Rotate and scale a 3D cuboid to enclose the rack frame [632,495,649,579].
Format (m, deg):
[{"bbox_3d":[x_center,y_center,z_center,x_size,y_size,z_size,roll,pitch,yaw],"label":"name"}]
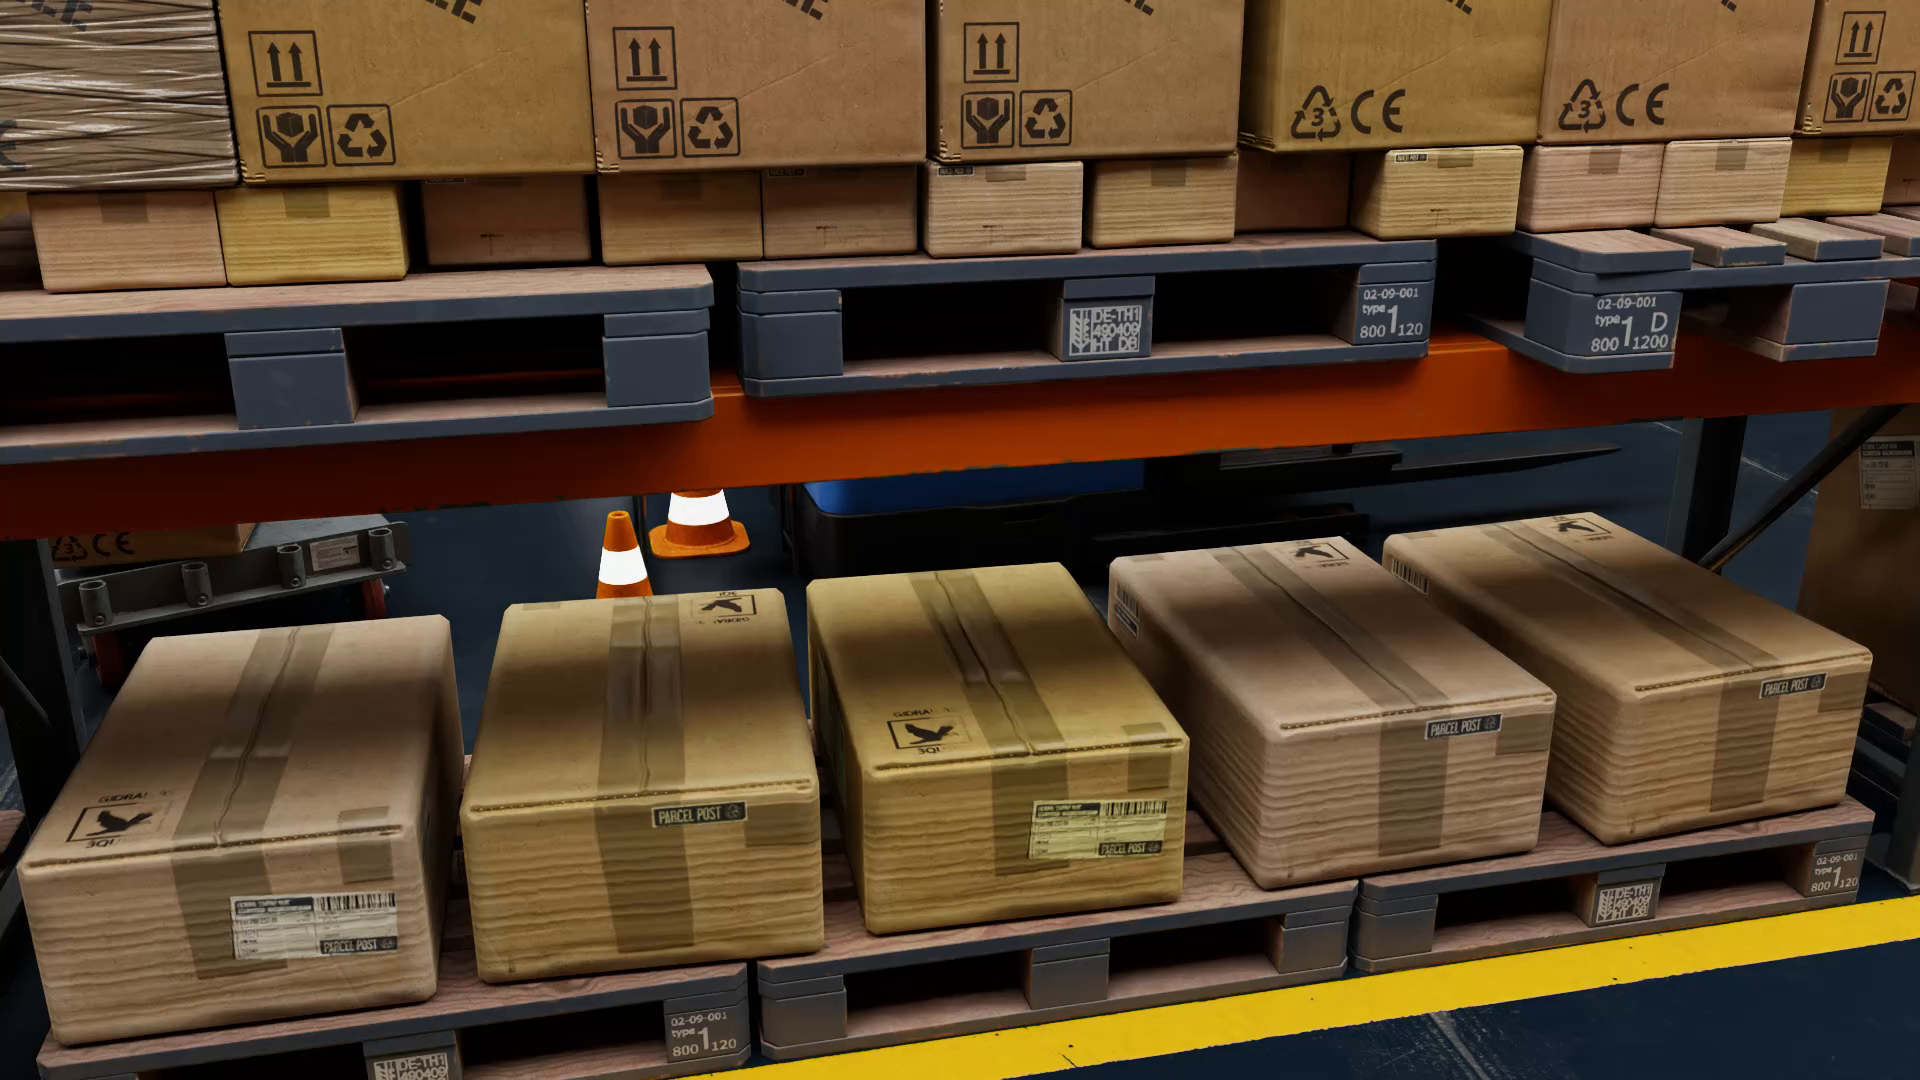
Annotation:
[{"bbox_3d":[-1.039,-0.433,5.253,0.015,1.200,0.240,-6,21,-15],"label":"rack frame"}]

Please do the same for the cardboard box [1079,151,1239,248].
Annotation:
[{"bbox_3d":[0.292,-0.621,2.905,0.250,0.149,0.380,-5,21,-14],"label":"cardboard box"}]

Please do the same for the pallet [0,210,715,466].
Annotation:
[{"bbox_3d":[-1.069,-0.401,2.828,1.213,0.211,1.003,-5,21,-12],"label":"pallet"}]

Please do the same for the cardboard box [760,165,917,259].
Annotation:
[{"bbox_3d":[-0.232,-0.587,2.810,0.250,0.149,0.380,-4,21,-12],"label":"cardboard box"}]

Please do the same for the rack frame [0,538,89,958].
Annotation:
[{"bbox_3d":[-1.847,-0.479,2.762,0.127,3.000,1.000,-5,21,-12],"label":"rack frame"}]

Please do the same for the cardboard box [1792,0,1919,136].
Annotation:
[{"bbox_3d":[1.668,-1.051,3.134,0.500,0.500,0.500,-5,21,-14],"label":"cardboard box"}]

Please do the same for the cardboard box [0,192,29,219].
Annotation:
[{"bbox_3d":[-3.712,-1.301,7.485,0.875,0.875,0.875,-4,21,-12],"label":"cardboard box"}]

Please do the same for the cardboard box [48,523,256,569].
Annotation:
[{"bbox_3d":[-2.285,-0.255,4.682,0.500,0.500,0.500,-5,21,-12],"label":"cardboard box"}]

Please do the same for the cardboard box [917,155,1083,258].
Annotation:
[{"bbox_3d":[0.039,-0.590,2.820,0.250,0.149,0.380,-4,20,-10],"label":"cardboard box"}]

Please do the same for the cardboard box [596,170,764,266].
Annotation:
[{"bbox_3d":[-0.473,-0.568,2.758,0.250,0.149,0.380,-4,21,-12],"label":"cardboard box"}]

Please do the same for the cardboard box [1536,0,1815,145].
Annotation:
[{"bbox_3d":[1.167,-1.006,3.012,0.500,0.500,0.500,-5,21,-13],"label":"cardboard box"}]

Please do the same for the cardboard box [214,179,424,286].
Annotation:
[{"bbox_3d":[-0.991,-0.513,2.610,0.250,0.149,0.380,-4,21,-11],"label":"cardboard box"}]

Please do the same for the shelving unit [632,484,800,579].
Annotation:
[{"bbox_3d":[-0.805,-0.457,5.319,0.503,1.200,0.258,-6,21,-15],"label":"shelving unit"}]

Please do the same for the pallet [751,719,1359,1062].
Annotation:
[{"bbox_3d":[0.100,0.670,3.678,1.213,0.211,1.003,-5,21,-12],"label":"pallet"}]

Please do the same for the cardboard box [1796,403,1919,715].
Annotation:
[{"bbox_3d":[2.737,-0.022,3.993,0.875,0.875,0.875,-5,21,-13],"label":"cardboard box"}]

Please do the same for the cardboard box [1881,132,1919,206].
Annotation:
[{"bbox_3d":[1.781,-0.770,3.312,0.250,0.149,0.380,-4,20,-10],"label":"cardboard box"}]

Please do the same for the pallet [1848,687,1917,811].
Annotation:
[{"bbox_3d":[2.831,0.476,4.208,1.213,0.211,1.003,-5,21,-12],"label":"pallet"}]

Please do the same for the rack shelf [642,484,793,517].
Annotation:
[{"bbox_3d":[-0.805,-0.208,5.410,0.480,0.148,0.258,-6,21,-15],"label":"rack shelf"}]

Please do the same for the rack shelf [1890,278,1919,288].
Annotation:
[{"bbox_3d":[3.992,-0.616,4.182,4.000,0.370,1.077,-5,21,-12],"label":"rack shelf"}]

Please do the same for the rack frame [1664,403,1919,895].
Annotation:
[{"bbox_3d":[2.046,-0.796,3.627,0.127,3.000,1.000,-5,21,-12],"label":"rack frame"}]

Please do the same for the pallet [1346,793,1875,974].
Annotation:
[{"bbox_3d":[1.285,0.575,3.939,1.213,0.211,1.003,-5,21,-12],"label":"pallet"}]

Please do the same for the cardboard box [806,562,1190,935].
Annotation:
[{"bbox_3d":[0.038,0.401,3.568,0.625,0.372,0.950,-4,20,-11],"label":"cardboard box"}]

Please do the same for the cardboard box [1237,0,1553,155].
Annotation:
[{"bbox_3d":[0.676,-0.966,2.902,0.500,0.500,0.500,-6,21,-16],"label":"cardboard box"}]

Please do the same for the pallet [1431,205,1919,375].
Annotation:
[{"bbox_3d":[1.377,-0.614,3.408,1.003,0.211,1.213,-5,21,-12],"label":"pallet"}]

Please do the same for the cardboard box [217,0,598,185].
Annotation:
[{"bbox_3d":[-0.837,-0.844,2.570,0.500,0.500,0.500,-5,21,-12],"label":"cardboard box"}]

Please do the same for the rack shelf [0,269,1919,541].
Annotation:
[{"bbox_3d":[0.100,-0.300,3.318,4.000,0.370,1.077,-5,21,-12],"label":"rack shelf"}]

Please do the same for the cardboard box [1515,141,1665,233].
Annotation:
[{"bbox_3d":[1.055,-0.673,3.045,0.250,0.149,0.380,-6,21,-15],"label":"cardboard box"}]

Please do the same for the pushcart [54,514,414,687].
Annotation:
[{"bbox_3d":[-2.420,-0.007,5.286,0.936,0.377,1.648,-13,24,-31],"label":"pushcart"}]

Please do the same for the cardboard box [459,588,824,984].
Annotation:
[{"bbox_3d":[-0.638,0.457,3.416,0.625,0.372,0.950,-3,20,-9],"label":"cardboard box"}]

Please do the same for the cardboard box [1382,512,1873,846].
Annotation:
[{"bbox_3d":[1.494,0.282,3.893,0.625,0.372,0.950,-6,21,-16],"label":"cardboard box"}]

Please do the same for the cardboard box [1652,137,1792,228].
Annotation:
[{"bbox_3d":[1.302,-0.690,3.092,0.250,0.149,0.380,-5,21,-13],"label":"cardboard box"}]

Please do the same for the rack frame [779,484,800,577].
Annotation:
[{"bbox_3d":[-0.571,-0.481,5.384,0.015,1.200,0.240,-6,21,-15],"label":"rack frame"}]

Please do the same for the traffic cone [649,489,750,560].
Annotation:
[{"bbox_3d":[-0.910,-0.213,5.722,0.334,0.463,0.336,-5,21,-12],"label":"traffic cone"}]

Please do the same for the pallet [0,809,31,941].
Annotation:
[{"bbox_3d":[-2.492,0.895,3.065,1.213,0.211,1.003,-5,21,-12],"label":"pallet"}]

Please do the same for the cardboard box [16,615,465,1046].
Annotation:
[{"bbox_3d":[-1.337,0.515,3.258,0.625,0.372,0.950,-4,21,-12],"label":"cardboard box"}]

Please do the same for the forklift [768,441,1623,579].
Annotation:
[{"bbox_3d":[0.883,-1.466,5.556,3.031,2.935,1.130,-6,21,-15],"label":"forklift"}]

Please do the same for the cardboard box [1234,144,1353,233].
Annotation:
[{"bbox_3d":[0.517,-0.669,3.034,0.250,0.149,0.380,-4,21,-12],"label":"cardboard box"}]

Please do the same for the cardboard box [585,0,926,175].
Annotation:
[{"bbox_3d":[-0.353,-0.879,2.664,0.500,0.500,0.500,-5,21,-13],"label":"cardboard box"}]

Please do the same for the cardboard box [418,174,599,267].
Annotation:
[{"bbox_3d":[-0.733,-0.561,2.741,0.250,0.149,0.380,-3,20,-9],"label":"cardboard box"}]

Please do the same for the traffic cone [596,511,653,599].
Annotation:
[{"bbox_3d":[-0.962,0.145,4.746,0.334,0.463,0.336,-5,21,-12],"label":"traffic cone"}]

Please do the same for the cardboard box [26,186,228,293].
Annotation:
[{"bbox_3d":[-1.236,-0.497,2.564,0.250,0.149,0.380,-4,21,-12],"label":"cardboard box"}]

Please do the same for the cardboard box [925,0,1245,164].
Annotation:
[{"bbox_3d":[0.145,-0.923,2.785,0.500,0.500,0.500,-6,21,-15],"label":"cardboard box"}]

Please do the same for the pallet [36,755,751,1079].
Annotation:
[{"bbox_3d":[-1.089,0.768,3.412,1.213,0.211,1.003,-5,21,-12],"label":"pallet"}]

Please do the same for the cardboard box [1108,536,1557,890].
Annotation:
[{"bbox_3d":[0.778,0.343,3.727,0.625,0.372,0.950,-5,21,-14],"label":"cardboard box"}]

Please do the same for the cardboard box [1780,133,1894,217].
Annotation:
[{"bbox_3d":[1.537,-0.725,3.188,0.250,0.149,0.380,-4,21,-12],"label":"cardboard box"}]

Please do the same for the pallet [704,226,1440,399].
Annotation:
[{"bbox_3d":[0.129,-0.536,3.194,1.213,0.211,1.003,-5,21,-12],"label":"pallet"}]

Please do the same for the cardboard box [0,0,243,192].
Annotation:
[{"bbox_3d":[-1.324,-0.804,2.461,0.500,0.500,0.500,-4,21,-11],"label":"cardboard box"}]

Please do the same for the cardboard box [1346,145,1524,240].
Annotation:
[{"bbox_3d":[0.791,-0.646,2.973,0.250,0.149,0.380,-4,21,-12],"label":"cardboard box"}]
